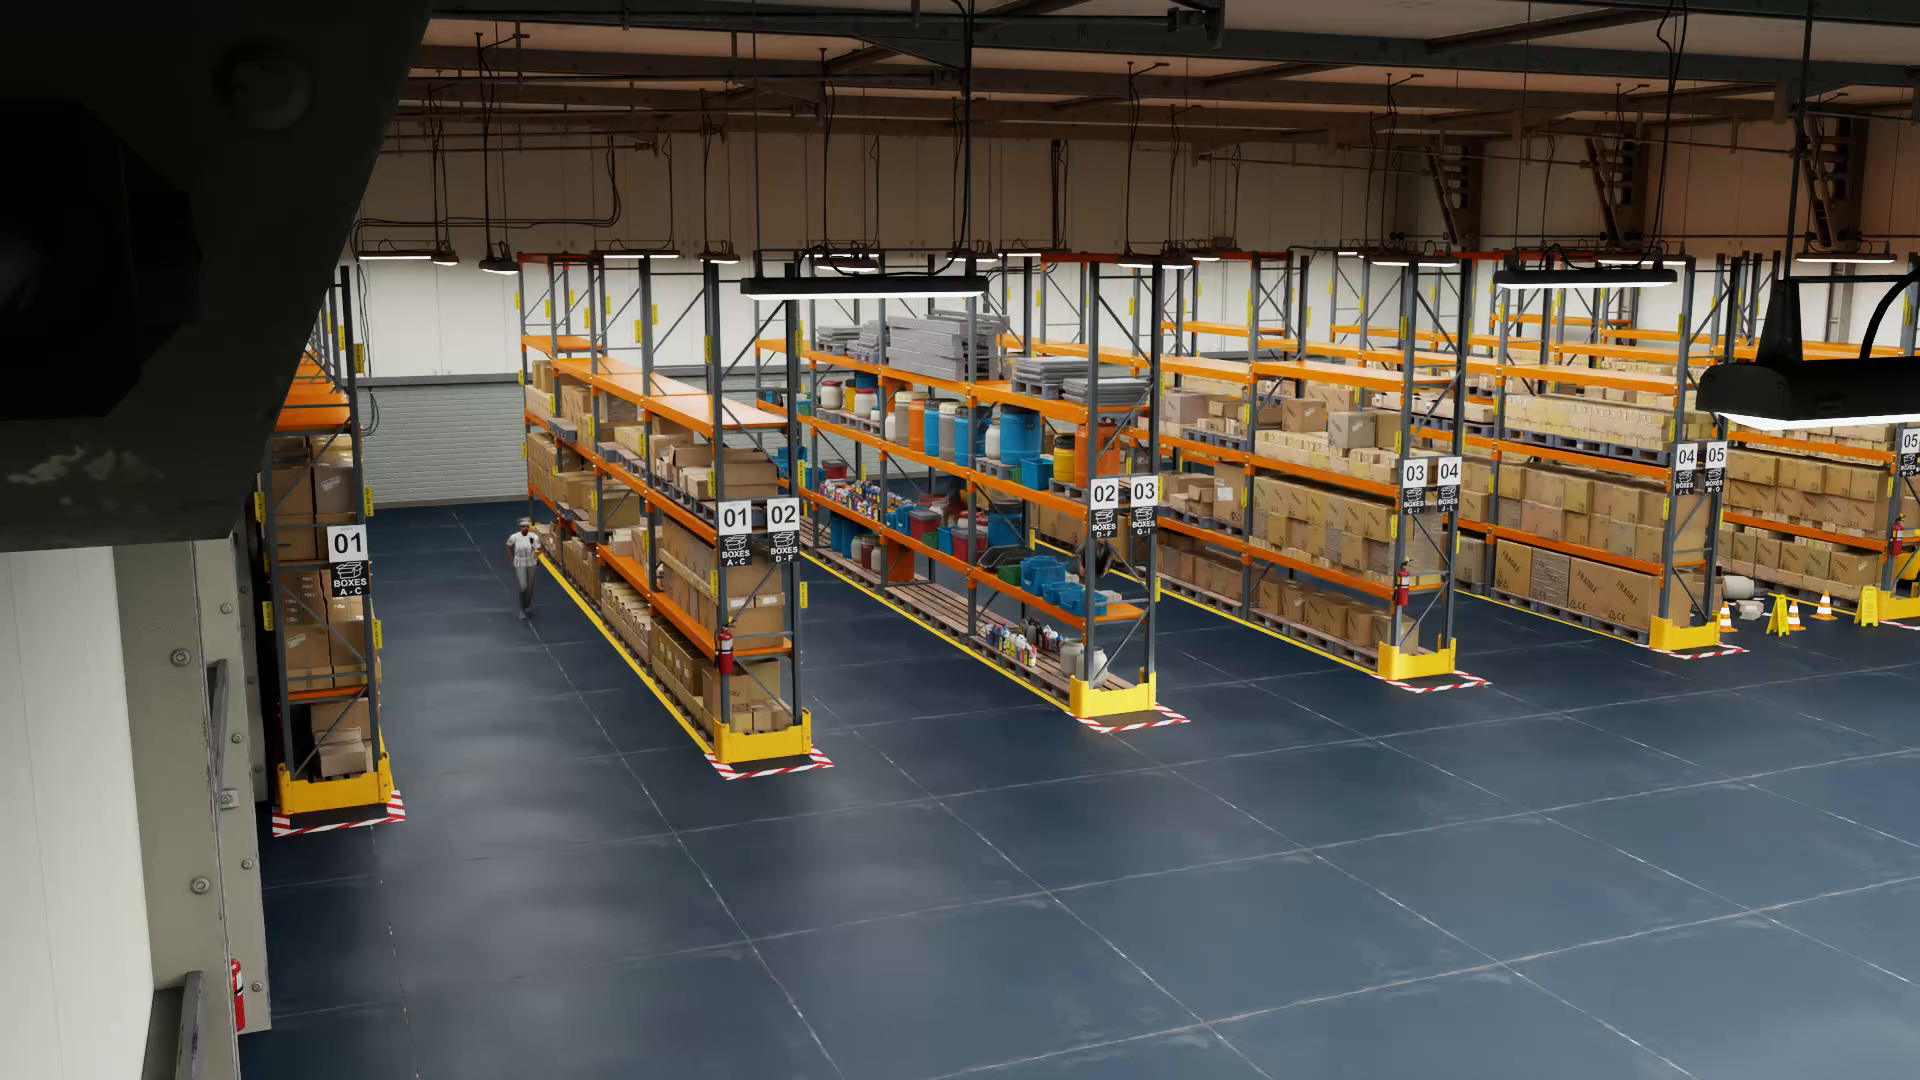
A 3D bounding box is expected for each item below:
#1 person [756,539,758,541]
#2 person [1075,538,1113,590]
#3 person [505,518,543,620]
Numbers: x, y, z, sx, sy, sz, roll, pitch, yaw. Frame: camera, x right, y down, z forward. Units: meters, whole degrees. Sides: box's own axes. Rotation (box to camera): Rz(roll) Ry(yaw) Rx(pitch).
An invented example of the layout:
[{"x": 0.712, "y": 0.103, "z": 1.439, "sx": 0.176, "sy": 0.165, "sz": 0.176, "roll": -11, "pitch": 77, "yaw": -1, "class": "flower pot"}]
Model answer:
[{"x": -4.168, "y": -0.603, "z": 33.921, "sx": 0.730, "sy": 1.596, "sz": 0.865, "roll": -1, "pitch": 10, "yaw": -6, "class": "person"}, {"x": 2.164, "y": 0.546, "z": 27.833, "sx": 0.652, "sy": 1.580, "sz": 1.061, "roll": -5, "pitch": 12, "yaw": -27, "class": "person"}, {"x": -7.277, "y": 0.470, "z": 27.879, "sx": 0.580, "sy": 1.740, "sz": 0.724, "roll": -5, "pitch": 11, "yaw": -24, "class": "person"}]
